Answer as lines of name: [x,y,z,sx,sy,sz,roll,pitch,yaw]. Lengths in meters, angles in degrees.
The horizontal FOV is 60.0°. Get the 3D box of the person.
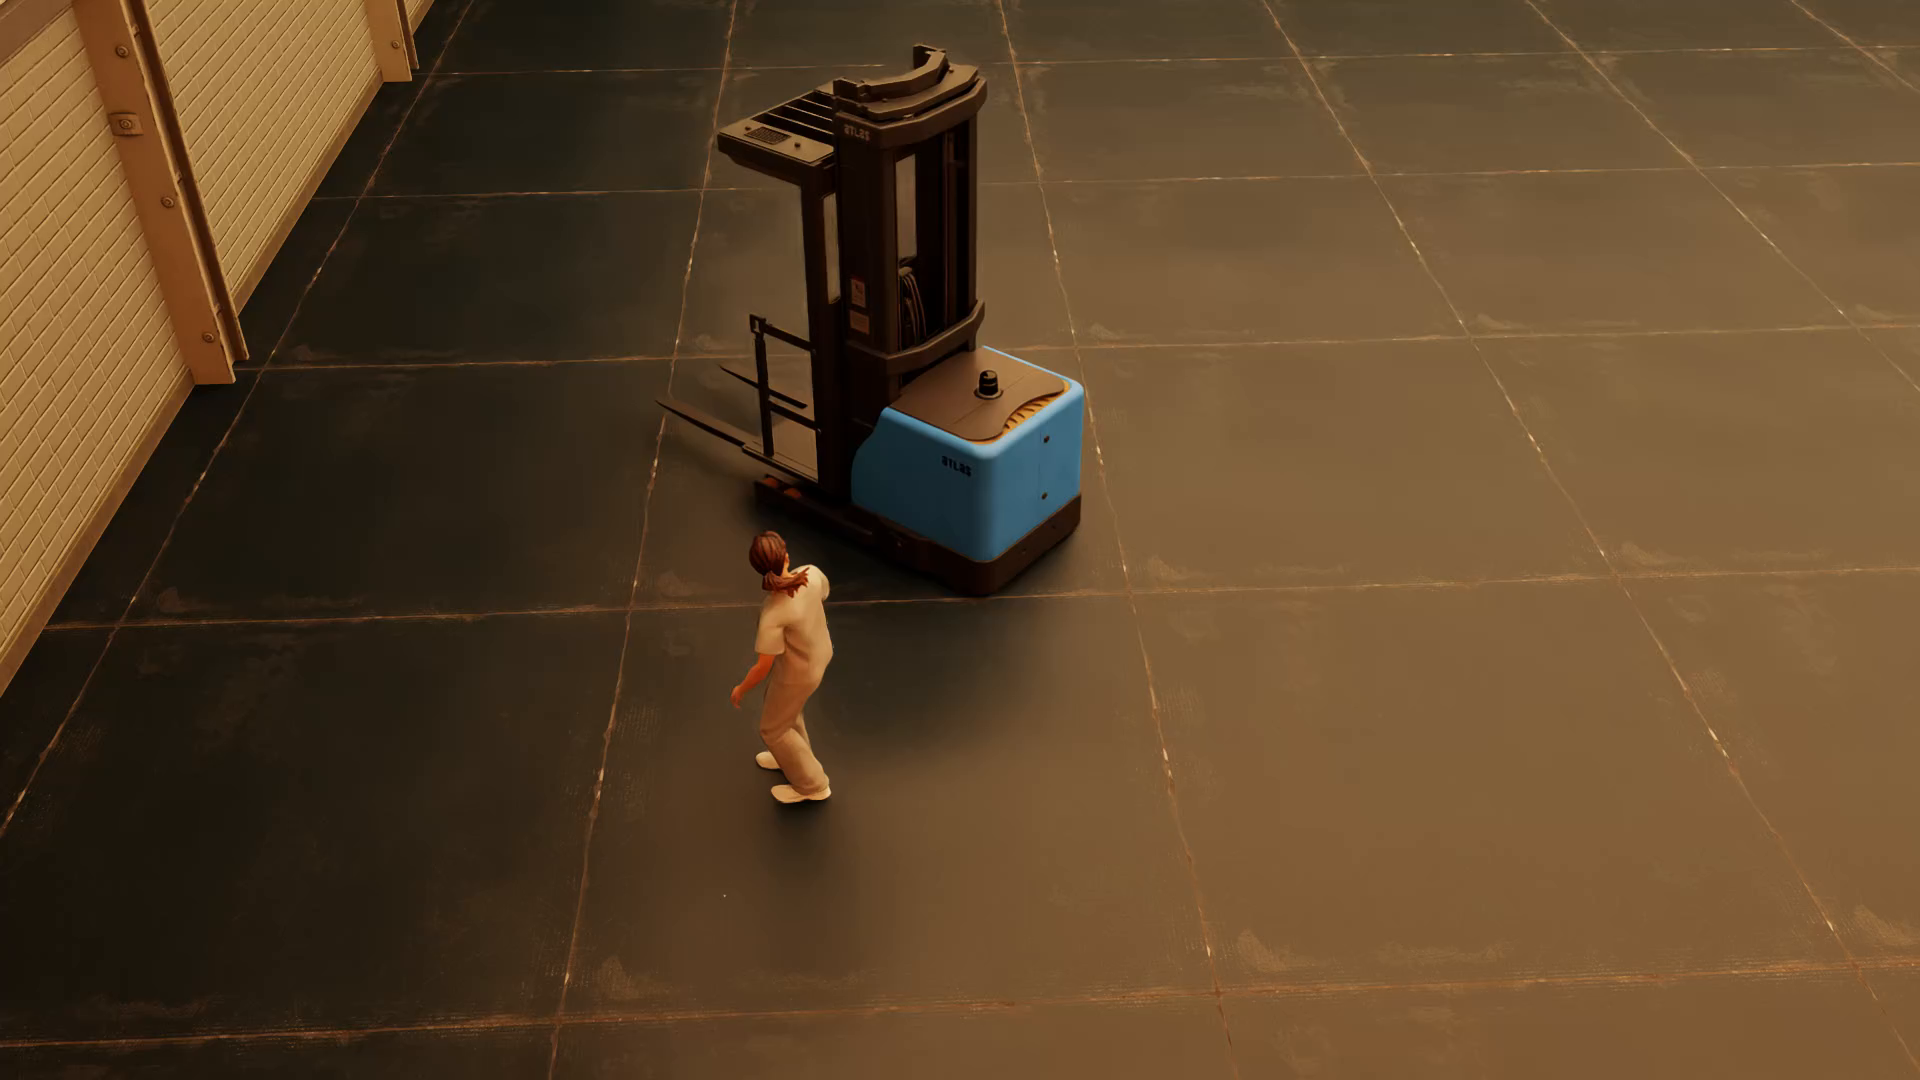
person: [-0.892,0.631,8.267,0.472,1.628,0.644,10,37,14]

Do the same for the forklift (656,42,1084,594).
forklift: [-0.707,-1.571,10.168,3.031,2.935,1.130,25,43,30]
